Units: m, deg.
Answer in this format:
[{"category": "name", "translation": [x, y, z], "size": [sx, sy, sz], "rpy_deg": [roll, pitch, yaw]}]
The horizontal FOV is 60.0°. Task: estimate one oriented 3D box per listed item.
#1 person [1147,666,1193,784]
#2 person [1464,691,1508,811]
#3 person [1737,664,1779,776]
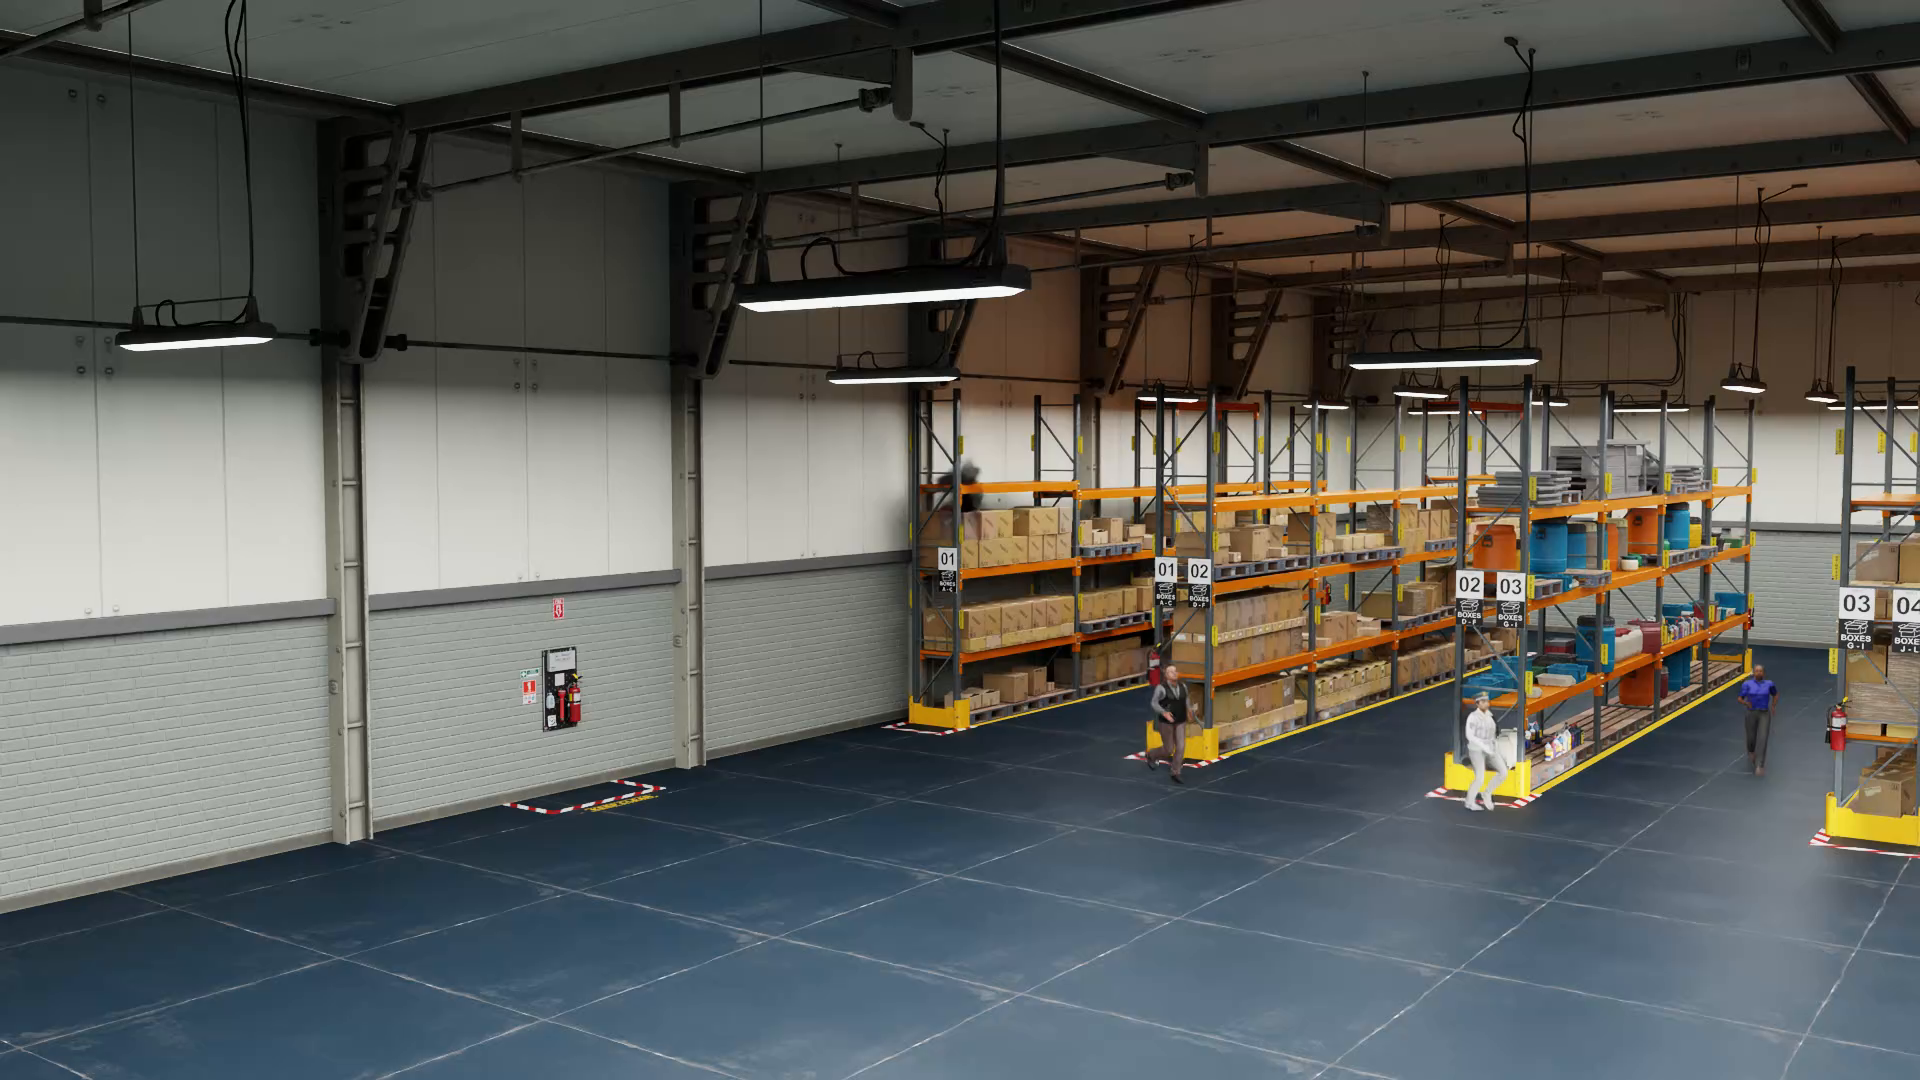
[{"category": "person", "translation": [3.135, 2.715, 24.690], "size": [0.668, 1.713, 0.747], "rpy_deg": [-1, 4, -22]}, {"category": "person", "translation": [7.145, 2.875, 22.643], "size": [0.634, 1.659, 0.588], "rpy_deg": [-2, 4, -35]}, {"category": "person", "translation": [12.220, 2.720, 25.470], "size": [0.580, 1.653, 0.904], "rpy_deg": [1, 4, 22]}]
